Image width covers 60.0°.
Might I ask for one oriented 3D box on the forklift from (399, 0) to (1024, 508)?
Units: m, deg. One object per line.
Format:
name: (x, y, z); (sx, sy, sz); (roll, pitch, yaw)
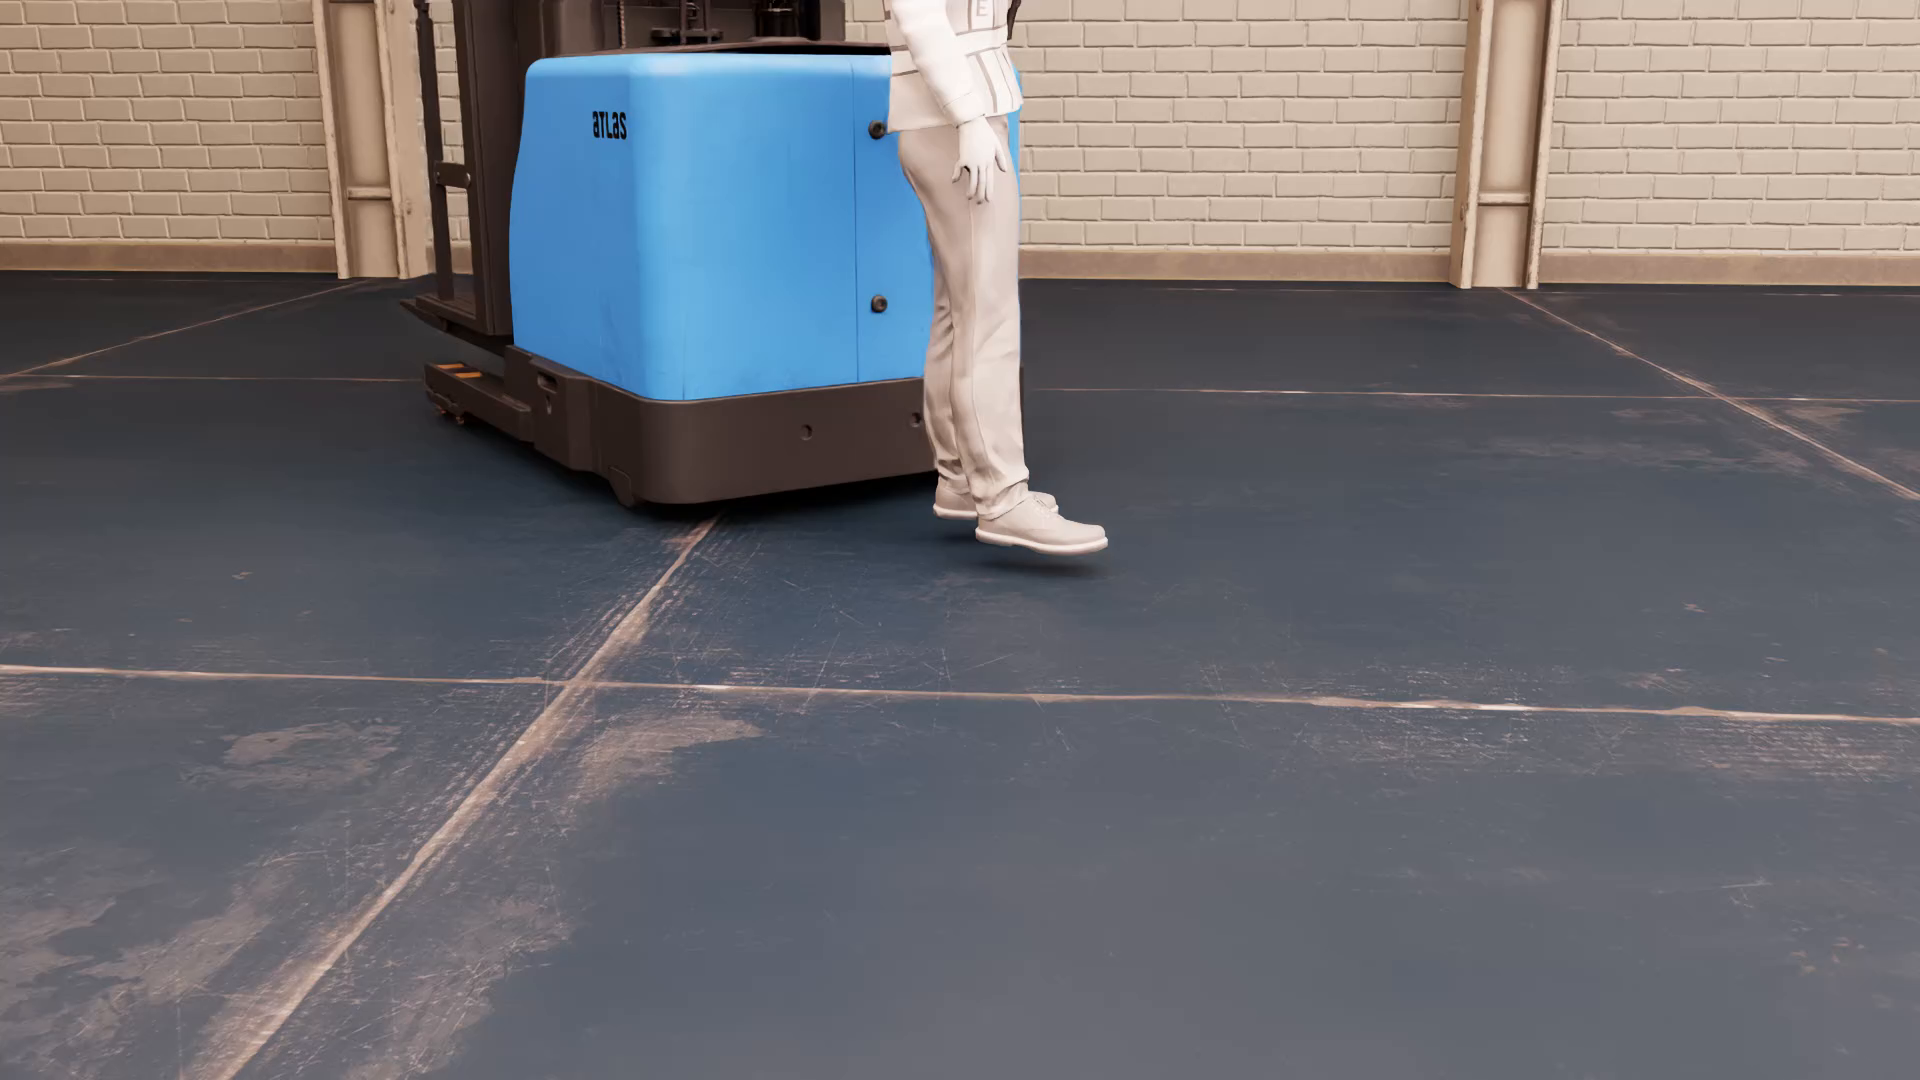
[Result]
forklift: (-1.043, -1.826, 4.943); (1.130, 2.935, 3.031); (-9, 18, -31)

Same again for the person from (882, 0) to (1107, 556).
person: (0.068, -0.860, 3.567); (0.529, 1.694, 0.586); (1, 15, 4)
